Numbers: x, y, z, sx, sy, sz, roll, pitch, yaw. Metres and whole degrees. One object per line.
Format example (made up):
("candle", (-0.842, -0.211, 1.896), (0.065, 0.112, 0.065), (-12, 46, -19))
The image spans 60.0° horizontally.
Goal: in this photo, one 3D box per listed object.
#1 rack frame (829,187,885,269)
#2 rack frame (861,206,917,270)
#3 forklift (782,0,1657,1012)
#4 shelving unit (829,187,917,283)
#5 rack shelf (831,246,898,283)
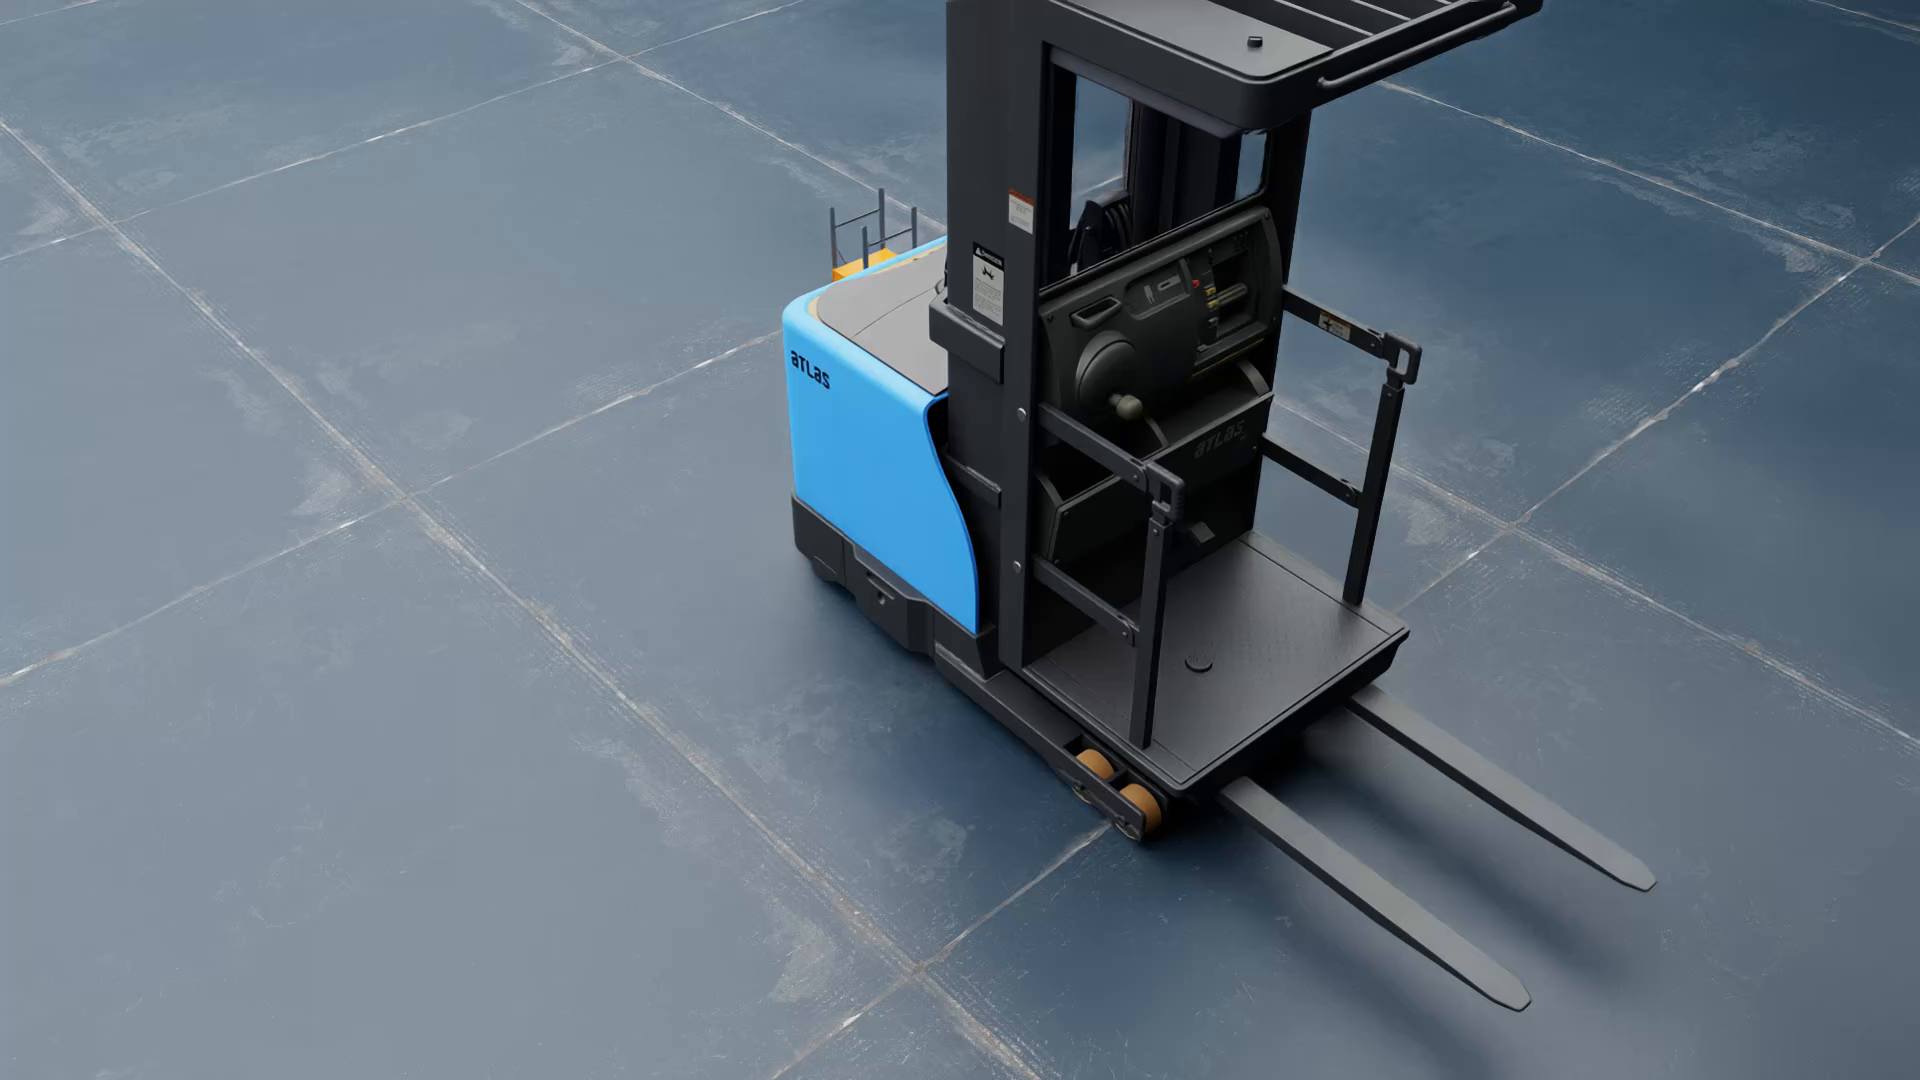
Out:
("rack frame", (-0.363, -0.732, 6.202), (0.240, 1.200, 0.006), (-28, 47, -31))
("rack frame", (-0.243, -0.645, 6.094), (0.240, 1.200, 0.006), (-28, 47, -31))
("forklift", (0.733, -0.586, 4.642), (1.130, 2.935, 3.031), (-28, 47, -31))
("shelving unit", (-0.303, -0.689, 6.148), (0.258, 1.200, 0.189), (-28, 47, -31))
("rack shelf", (-0.303, -0.934, 5.950), (0.258, 0.103, 0.180), (-28, 47, -31))
